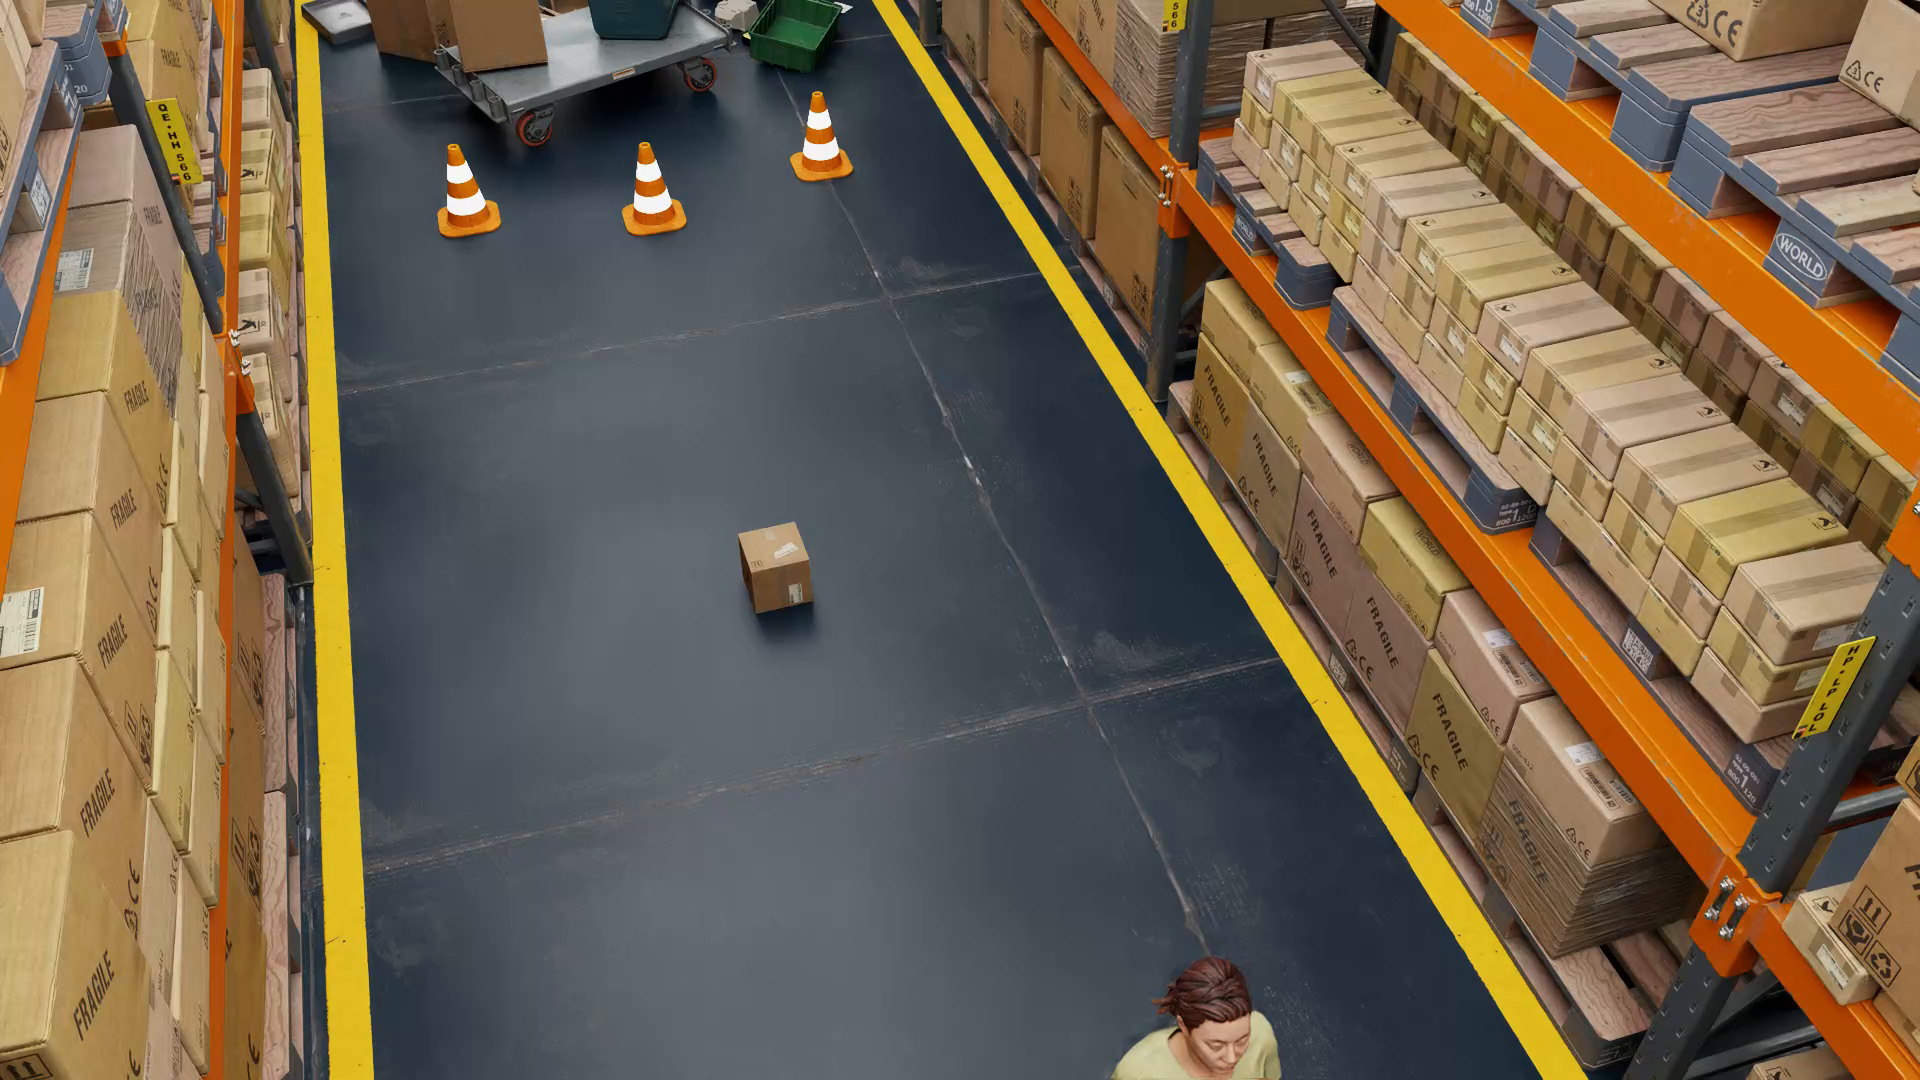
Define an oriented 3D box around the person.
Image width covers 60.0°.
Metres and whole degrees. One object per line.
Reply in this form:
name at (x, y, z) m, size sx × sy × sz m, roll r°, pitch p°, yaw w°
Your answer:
person at (0.639, 1.698, 4.312) m, size 0.454 × 1.705 × 0.703 m, roll -18°, pitch 45°, yaw -19°
